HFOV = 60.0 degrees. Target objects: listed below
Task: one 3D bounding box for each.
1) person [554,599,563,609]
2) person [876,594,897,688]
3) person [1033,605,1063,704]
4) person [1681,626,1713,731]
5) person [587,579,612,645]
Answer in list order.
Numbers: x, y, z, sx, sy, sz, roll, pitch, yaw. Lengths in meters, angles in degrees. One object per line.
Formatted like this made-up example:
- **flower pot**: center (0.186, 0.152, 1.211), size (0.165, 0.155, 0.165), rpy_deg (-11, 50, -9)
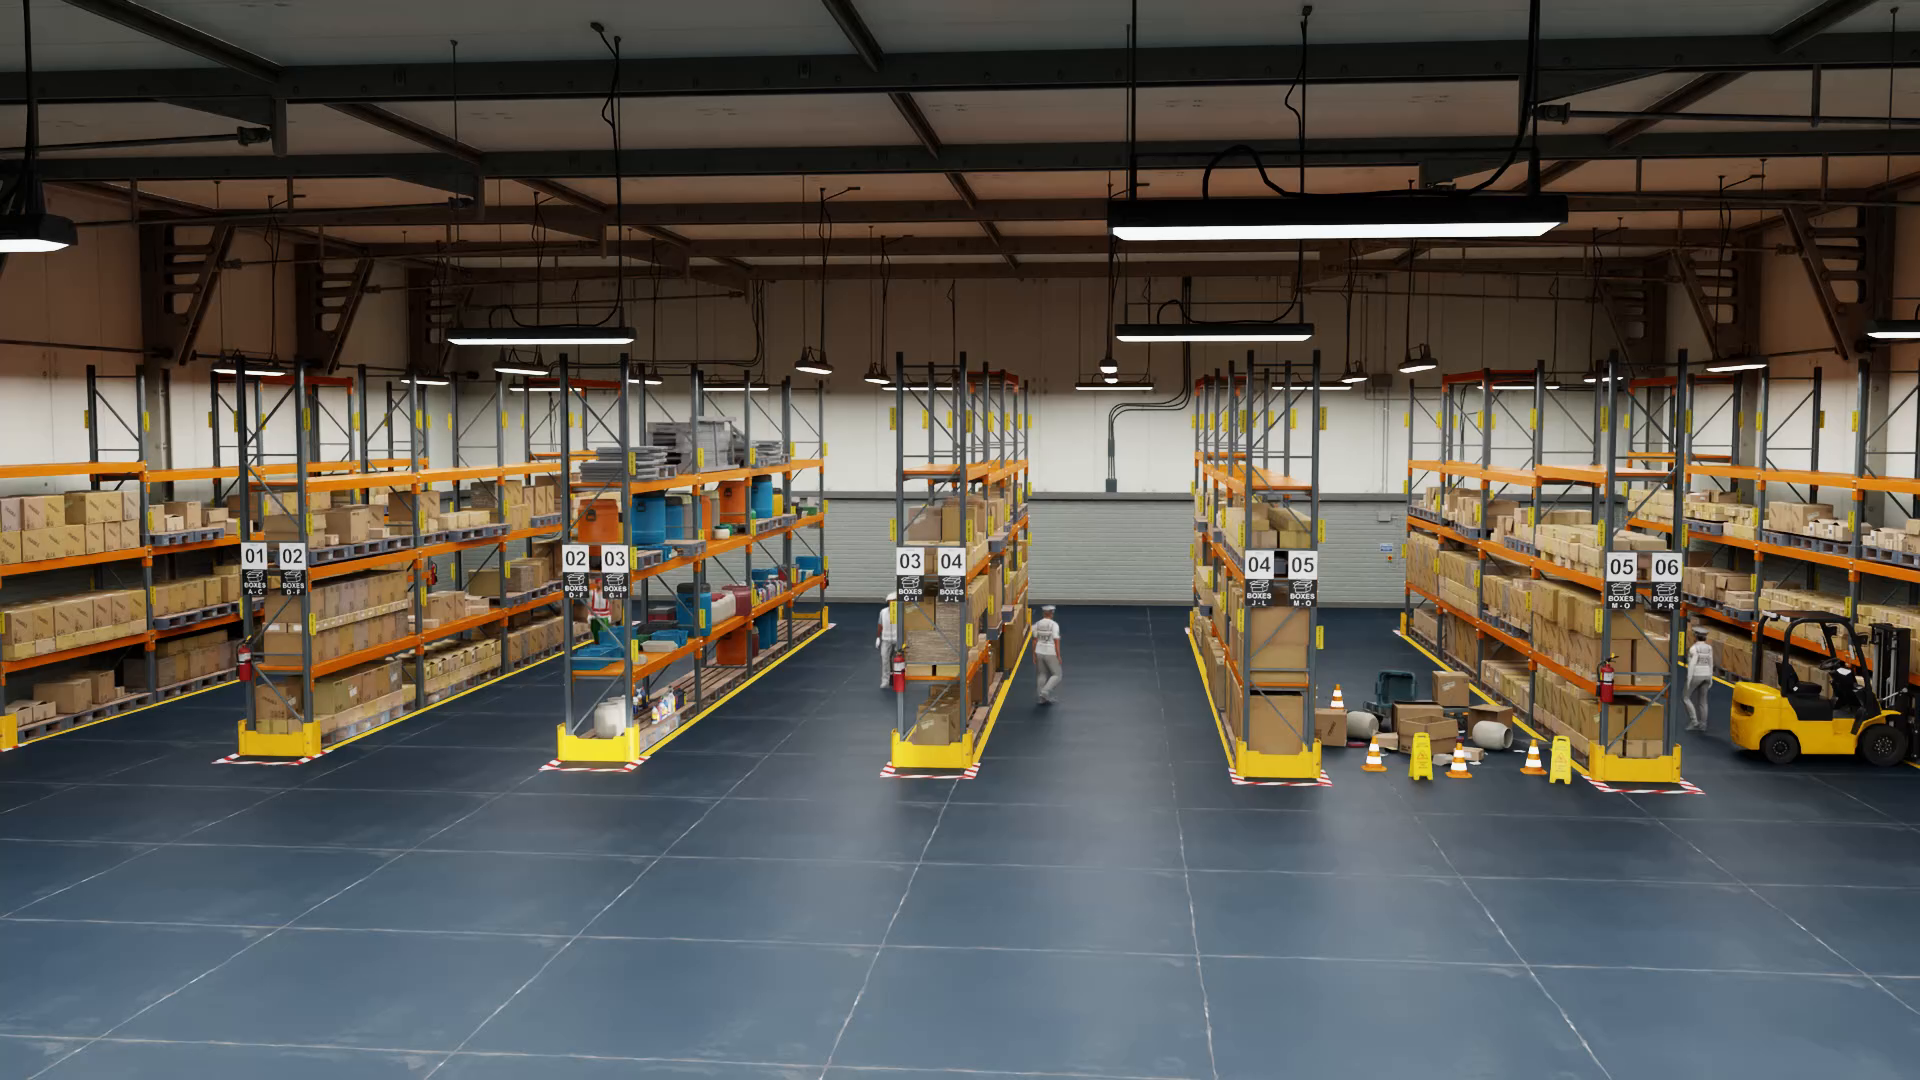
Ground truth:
- **person**: center (-10.519, 1.065, 43.691), size (0.797, 1.641, 0.454), rpy_deg (4, 6, 44)
- **person**: center (-1.296, 1.881, 31.362), size (0.643, 1.719, 1.039), rpy_deg (0, 4, 6)
- **person**: center (1.510, 2.040, 29.368), size (0.583, 1.748, 0.559), rpy_deg (3, 5, 41)
- **person**: center (11.975, 2.261, 26.949), size (0.518, 1.707, 0.367), rpy_deg (-1, 4, -20)
- **person**: center (-7.577, 1.632, 34.950), size (0.507, 1.743, 1.071), rpy_deg (0, 4, -4)
